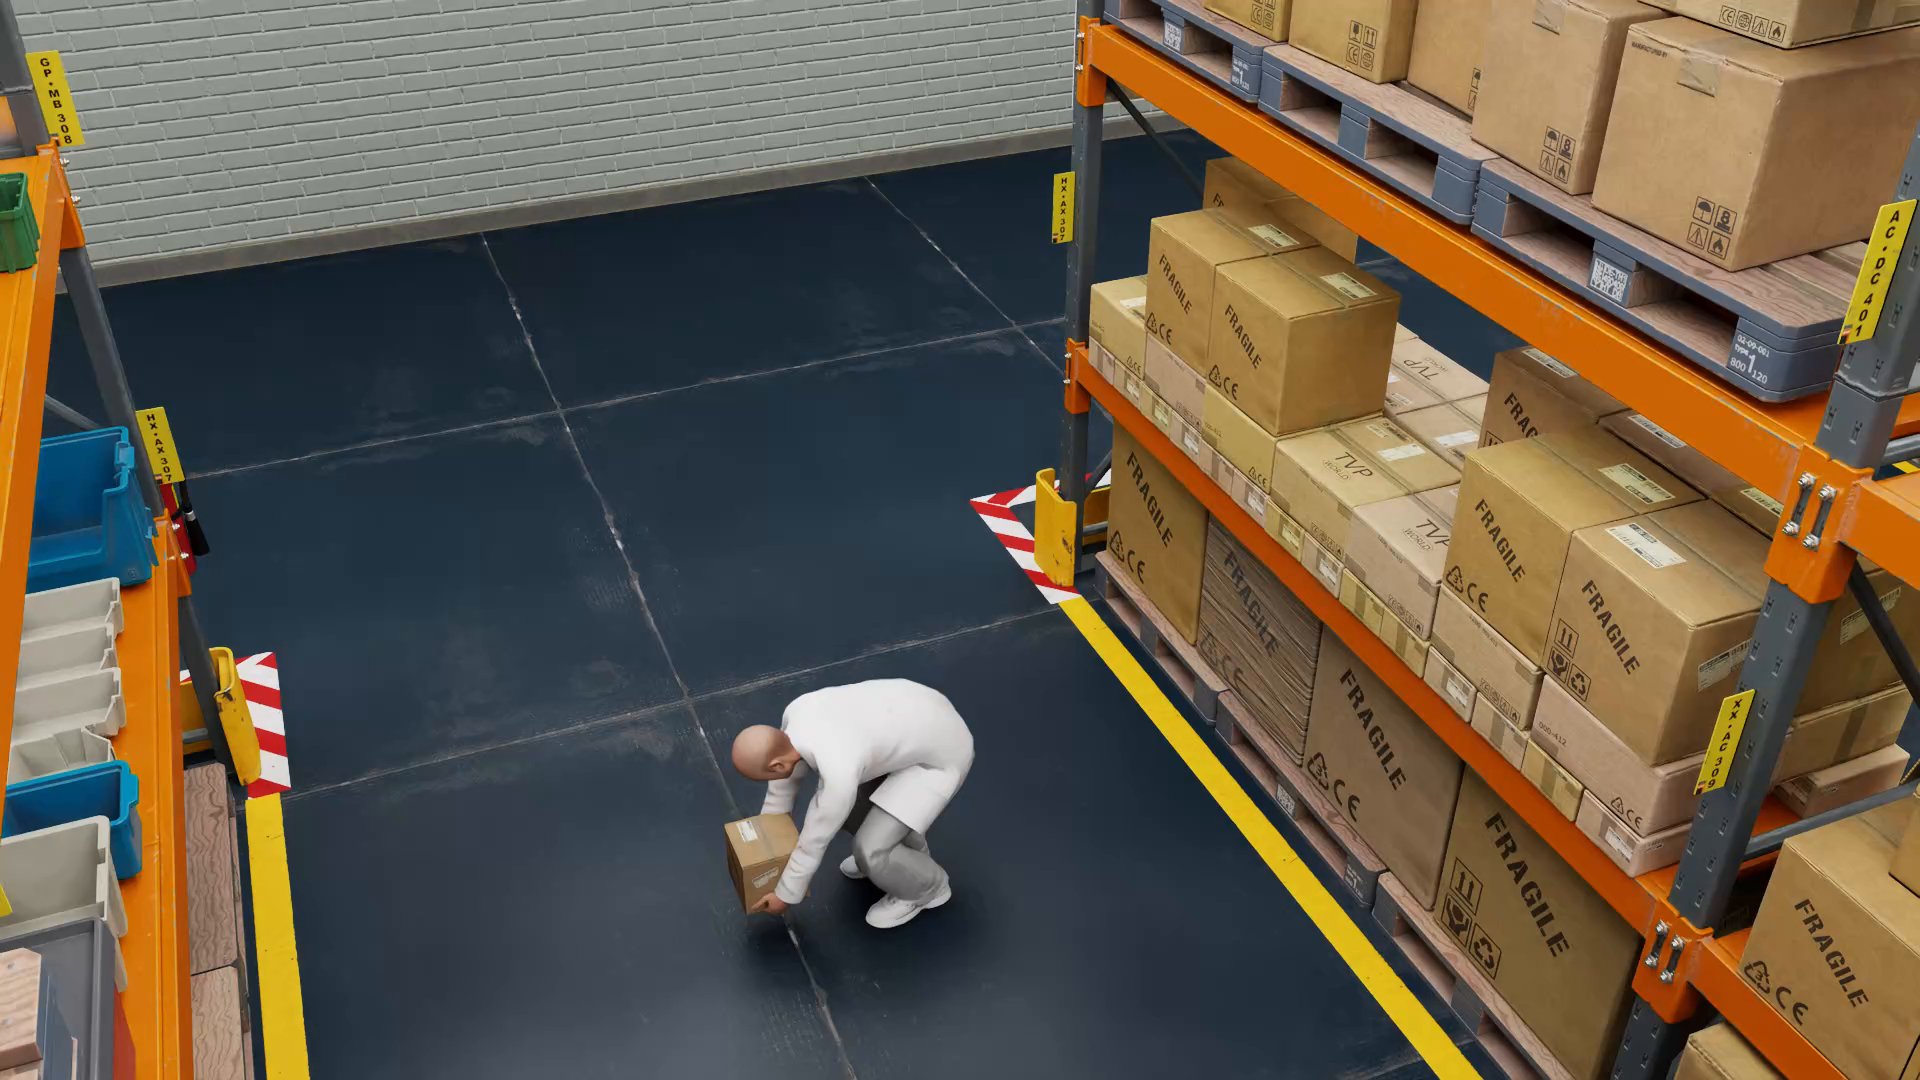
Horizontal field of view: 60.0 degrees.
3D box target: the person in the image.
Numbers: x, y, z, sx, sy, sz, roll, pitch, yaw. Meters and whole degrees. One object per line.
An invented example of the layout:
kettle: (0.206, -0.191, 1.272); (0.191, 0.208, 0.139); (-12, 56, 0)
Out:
person: (-0.398, 1.001, 6.318); (0.945, 1.010, 0.594); (-14, 36, -21)
